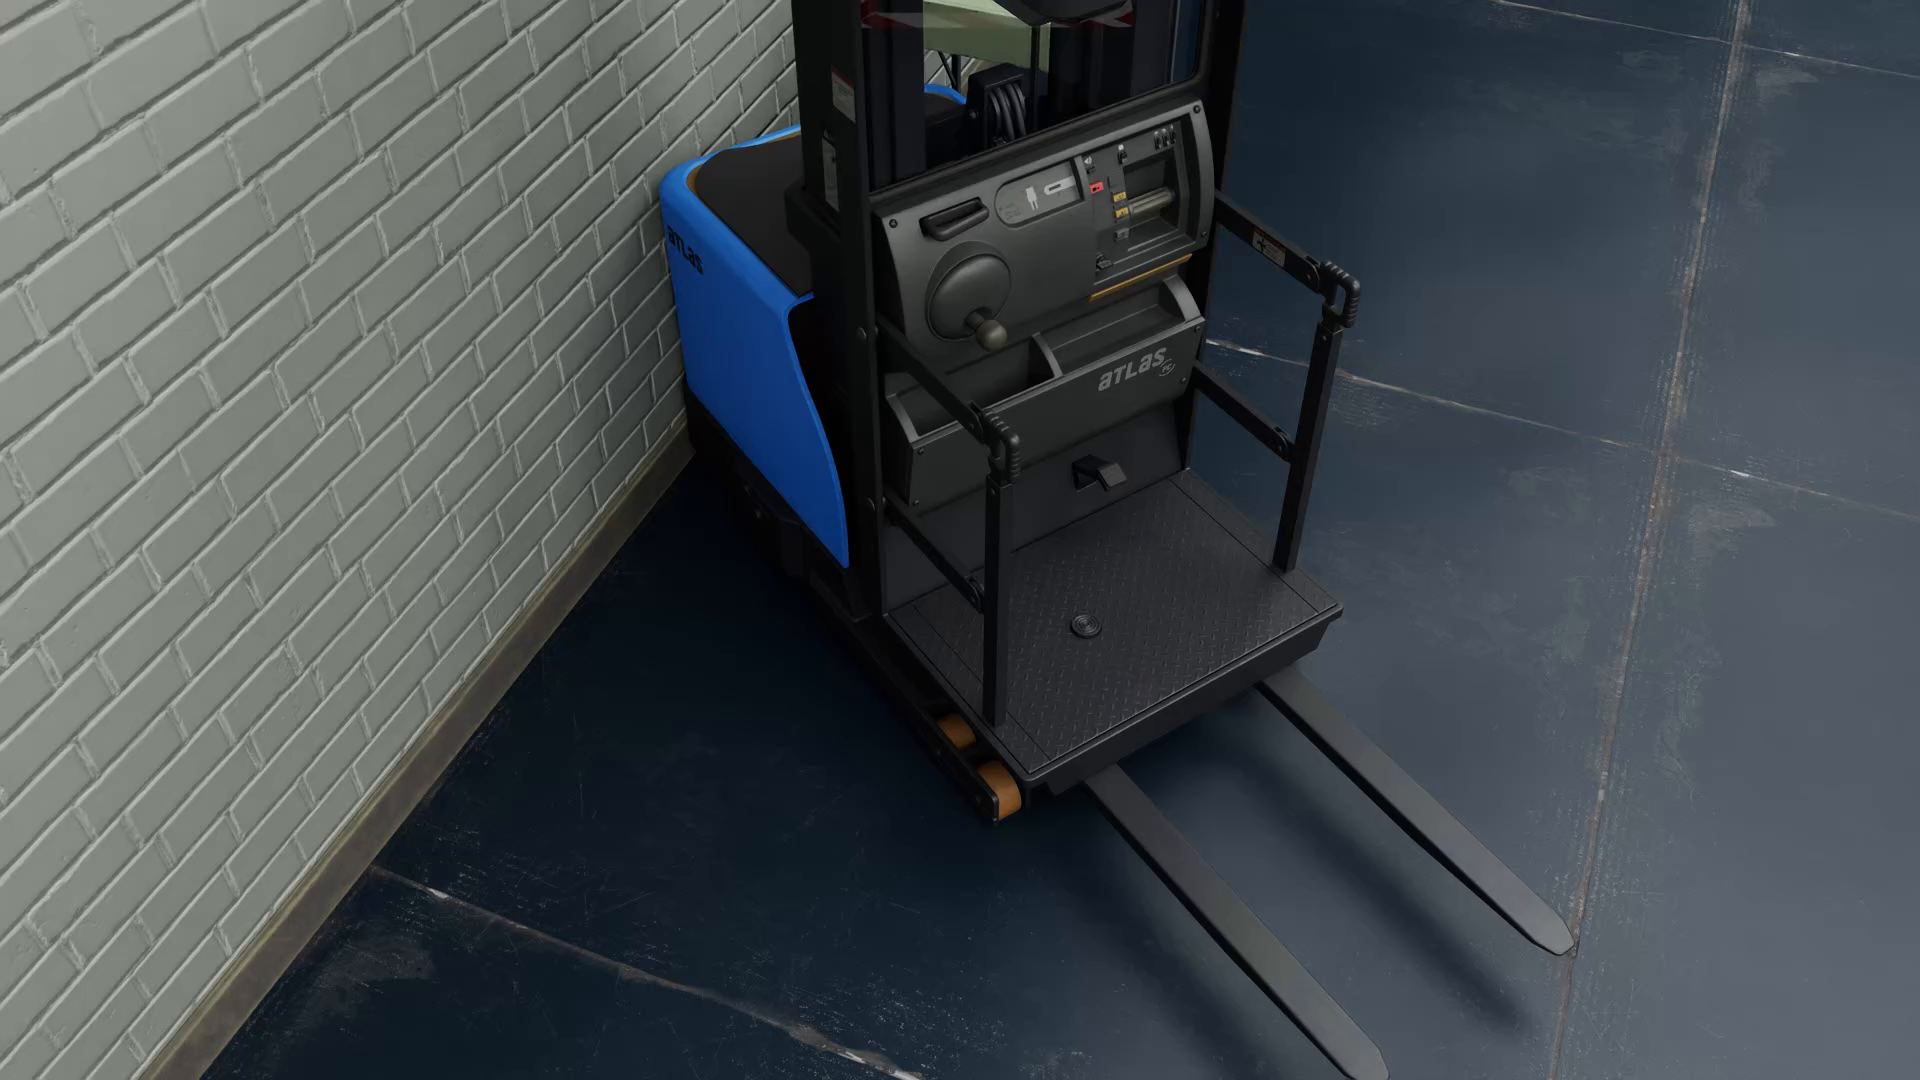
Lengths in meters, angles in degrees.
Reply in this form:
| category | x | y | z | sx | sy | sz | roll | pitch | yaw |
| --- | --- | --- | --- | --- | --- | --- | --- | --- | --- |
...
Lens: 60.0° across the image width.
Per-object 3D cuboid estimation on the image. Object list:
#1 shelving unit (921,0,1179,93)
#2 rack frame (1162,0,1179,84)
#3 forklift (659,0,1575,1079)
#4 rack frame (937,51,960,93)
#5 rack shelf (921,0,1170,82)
| category | x | y | z | sx | sy | sz | roll | pitch | yaw |
| --- | --- | --- | --- | --- | --- | --- | --- | --- | --- |
| shelving unit | 0.261 | -1.303 | 5.496 | 0.755 | 1.500 | 0.431 | 15 | 47 | 15 |
| rack frame | 0.603 | -1.211 | 5.404 | 0.023 | 1.500 | 0.400 | 15 | 47 | 15 |
| forklift | 0.349 | -0.672 | 3.848 | 1.130 | 2.935 | 3.031 | -25 | 50 | -23 |
| rack frame | -0.081 | -1.395 | 5.589 | 0.023 | 1.500 | 0.400 | 15 | 47 | 15 |
| rack shelf | 0.261 | -1.580 | 5.221 | 0.720 | 0.370 | 0.431 | 15 | 47 | 15 |
